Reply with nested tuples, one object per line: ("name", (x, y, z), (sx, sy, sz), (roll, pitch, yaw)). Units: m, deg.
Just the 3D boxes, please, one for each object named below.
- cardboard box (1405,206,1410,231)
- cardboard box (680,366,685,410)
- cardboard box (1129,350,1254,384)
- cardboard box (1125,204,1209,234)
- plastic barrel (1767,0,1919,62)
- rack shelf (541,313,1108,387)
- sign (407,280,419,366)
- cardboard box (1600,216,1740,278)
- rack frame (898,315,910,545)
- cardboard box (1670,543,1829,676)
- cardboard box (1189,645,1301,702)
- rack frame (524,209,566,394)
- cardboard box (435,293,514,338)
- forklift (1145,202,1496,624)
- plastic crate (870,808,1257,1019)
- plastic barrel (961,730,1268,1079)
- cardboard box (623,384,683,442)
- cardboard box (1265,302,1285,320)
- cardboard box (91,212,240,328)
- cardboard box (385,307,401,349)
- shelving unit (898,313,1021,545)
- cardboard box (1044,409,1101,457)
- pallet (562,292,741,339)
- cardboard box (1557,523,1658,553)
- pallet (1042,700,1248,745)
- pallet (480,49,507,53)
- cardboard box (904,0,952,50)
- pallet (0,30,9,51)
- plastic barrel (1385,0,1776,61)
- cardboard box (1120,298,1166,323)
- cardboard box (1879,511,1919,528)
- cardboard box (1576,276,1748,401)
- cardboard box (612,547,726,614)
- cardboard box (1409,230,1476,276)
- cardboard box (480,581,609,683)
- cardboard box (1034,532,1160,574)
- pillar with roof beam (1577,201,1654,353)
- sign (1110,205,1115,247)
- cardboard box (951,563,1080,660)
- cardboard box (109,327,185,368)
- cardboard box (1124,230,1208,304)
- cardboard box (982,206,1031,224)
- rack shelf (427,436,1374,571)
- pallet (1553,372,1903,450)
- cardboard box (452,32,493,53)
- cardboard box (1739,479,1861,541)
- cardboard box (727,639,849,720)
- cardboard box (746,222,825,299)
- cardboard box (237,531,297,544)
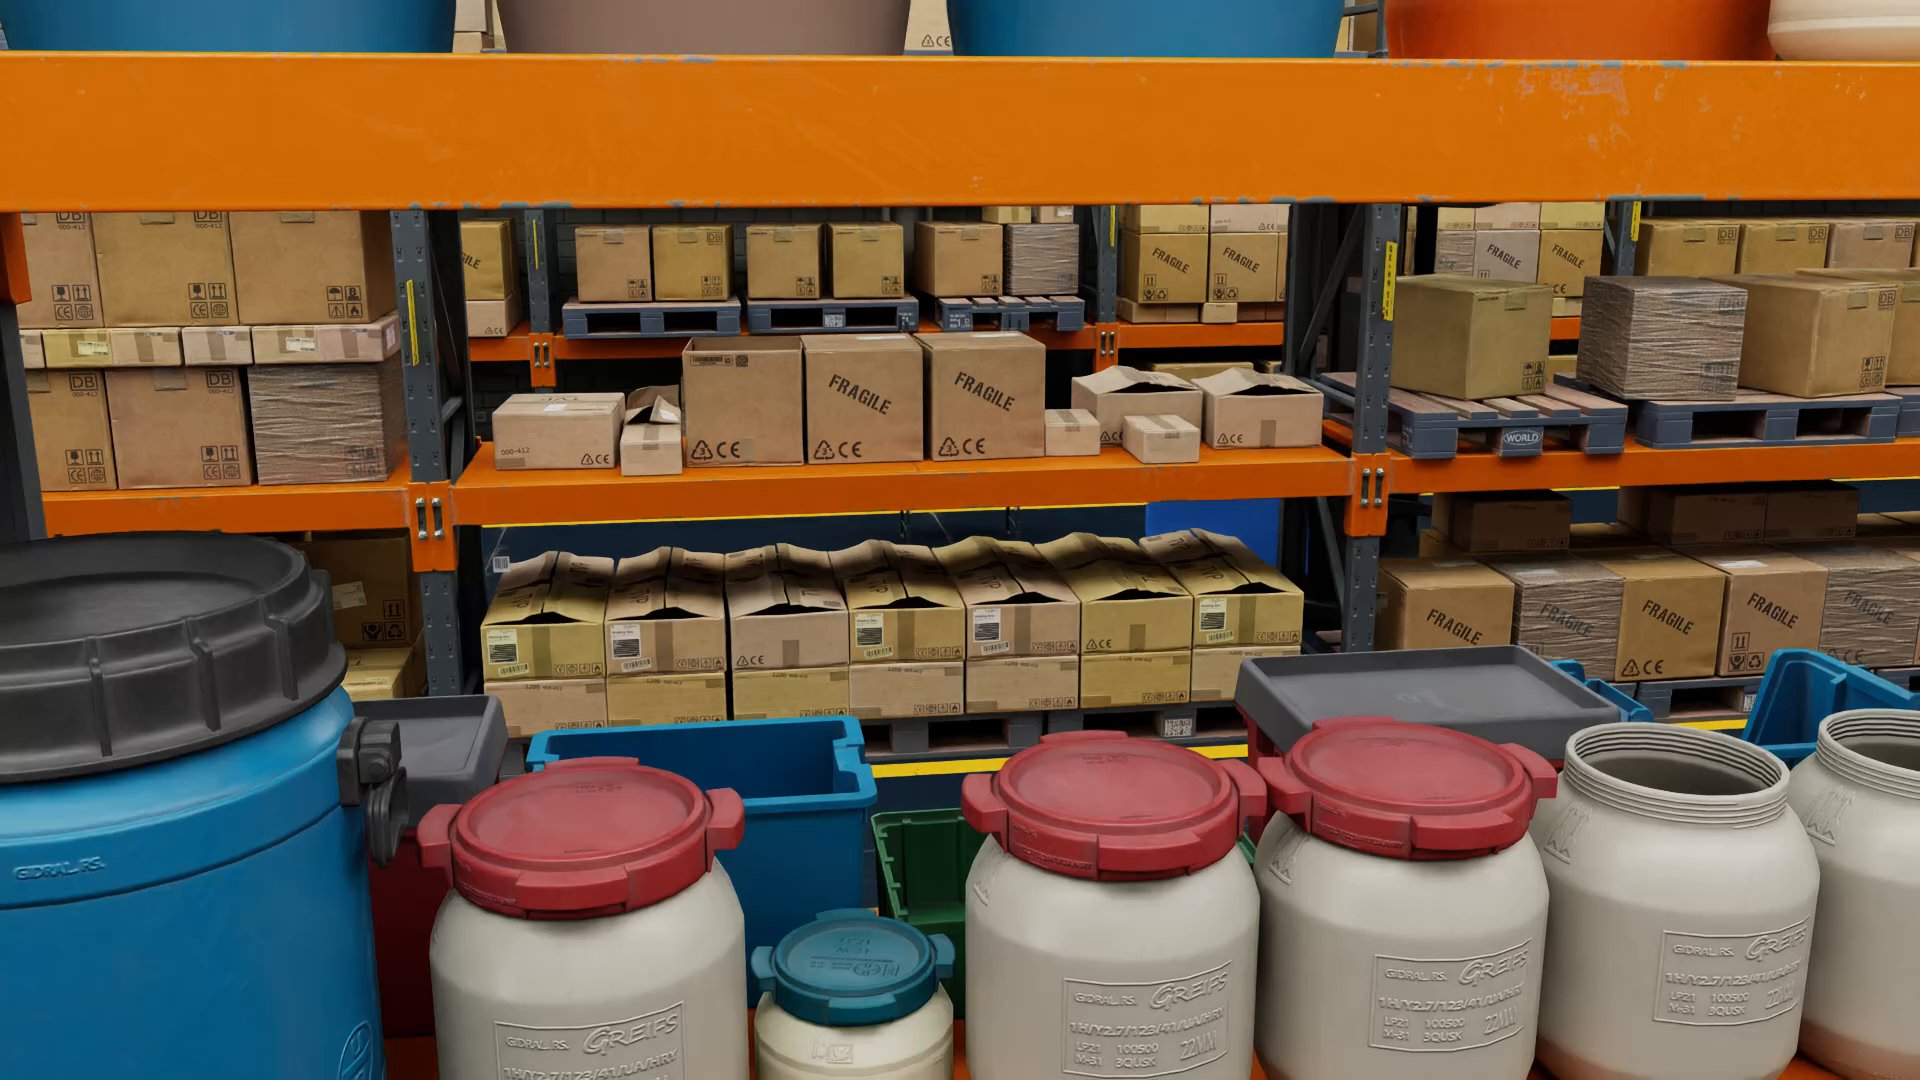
("cardboard box", (3.009, -2.439, 12.381), (0.500, 0.250, 0.500), (-2, 14, -9))
("cardboard box", (-1.802, -1.127, 12.241), (0.500, 0.250, 0.500), (-2, 14, -9))
("cardboard box", (1.739, -1.016, 12.661), (0.750, 0.750, 0.750), (-2, 14, -9))
("cardboard box", (1.508, -2.381, 12.151), (0.500, 0.250, 0.500), (-2, 14, -7))
("plastic barrel", (1.246, -0.762, 2.213), (0.301, 0.262, 0.301), (0, 14, 0))
("rack shelf", (-0.985, -1.438, 12.269), (4.000, 0.370, 1.077), (-2, 14, -8))
("sign", (-2.137, -0.848, 6.495), (0.005, 0.325, 0.100), (-2, 14, -8))
("cardboard box", (5.487, -2.166, 13.075), (0.700, 0.700, 0.980), (-2, 14, -7))
("rack frame", (-0.369, -0.714, 10.986), (0.023, 1.500, 0.400), (-2, 14, -8))
("cardboard box", (3.756, 0.326, 7.991), (0.500, 0.500, 0.500), (-3, 14, -10))
("cardboard box", (1.250, 0.540, 7.693), (0.500, 0.250, 0.500), (-2, 14, -7))
("rack frame", (-2.963, -1.715, 11.893), (0.127, 3.000, 1.000), (-2, 14, -8))
("cardboard box", (-3.386, -1.562, 11.549), (0.500, 0.250, 0.500), (-2, 14, -8))
("forklift", (2.580, -0.975, 9.085), (3.031, 2.935, 1.130), (9, 17, 33))
("plastic crate", (0.193, 0.640, 2.938), (0.662, 0.188, 0.450), (-2, 14, -8))
("plastic barrel", (0.217, 0.594, 2.408), (0.433, 0.535, 0.433), (0, 14, 0))
("cardboard box", (-1.379, -0.534, 7.461), (0.258, 0.266, 0.396), (-2, 14, -10))
("cardboard box", (2.364, -1.750, 12.510), (0.250, 0.149, 0.380), (-2, 14, -7))
("cardboard box", (-3.158, -1.165, 6.827), (0.500, 0.500, 0.700), (-2, 14, -8))
("cardboard box", (-2.516, -0.923, 7.198), (0.250, 0.149, 0.380), (-2, 14, -8))
("shelving unit", (-0.007, -0.727, 11.038), (0.755, 1.500, 0.431), (-2, 14, -8))
("cardboard box", (0.482, -0.487, 7.512), (0.250, 0.149, 0.380), (-1, 14, -4))
("pallet", (-2.185, -1.614, 11.887), (1.213, 0.211, 1.003), (-2, 14, -8))
("cardboard box", (3.136, 0.222, 8.405), (0.500, 0.500, 0.500), (-3, 14, -10))
("pallet", (0.914, 0.705, 7.977), (1.213, 0.211, 1.003), (-2, 14, -8))
("pallet", (-1.351, -1.920, 6.940), (1.217, 0.209, 0.805), (-3, 14, -11))
("cardboard box", (-0.321, -2.164, 6.962), (0.500, 0.250, 0.500), (-3, 14, -13))
("pallet", (-3.061, -1.898, 6.640), (1.213, 0.211, 1.003), (-2, 14, -8))
("plastic barrel", (0.977, -1.139, 2.546), (0.708, 0.830, 0.600), (-2, 14, -8))
("cardboard box", (1.353, -1.704, 12.324), (0.250, 0.149, 0.380), (-2, 14, -9))
("cardboard box", (5.175, 0.145, 8.712), (0.500, 0.500, 0.500), (-3, 14, -11))
("cardboard box", (3.273, -0.958, 7.805), (0.500, 0.500, 0.700), (1, 14, 2))
("cardboard box", (-1.350, 0.231, 7.772), (0.500, 0.311, 0.500), (-2, 14, -7))
("cardboard box", (3.528, -2.093, 12.542), (0.500, 0.500, 0.500), (-2, 14, -8))
("cardboard box", (-1.775, 0.380, 7.178), (0.500, 0.311, 0.500), (-2, 14, -8))
("cardboard box", (0.654, 0.159, 8.057), (0.500, 0.311, 0.500), (-2, 14, -10))
("pillar with roof beam", (6.153, -4.112, 9.120), (0.400, 9.000, 9.100), (-2, 14, -8))
("sign", (1.083, -2.253, 11.820), (0.005, 0.325, 0.100), (-2, 14, -8))
("cardboard box", (0.241, 0.306, 7.471), (0.500, 0.311, 0.500), (-2, 14, -9))
("cardboard box", (-3.221, -0.797, 6.693), (0.250, 0.149, 0.380), (-2, 14, -8))
("cardboard box", (1.511, -2.018, 12.244), (0.500, 0.500, 0.500), (-2, 14, -7))
("cardboard box", (0.340, -2.401, 12.187), (0.250, 0.149, 0.380), (-5, 15, -18))
("rack shelf", (-0.243, -0.247, 7.518), (4.000, 0.370, 1.077), (-2, 14, -8))
("pallet", (3.657, -0.647, 8.029), (1.213, 0.211, 1.003), (-2, 14, -8))
("cardboard box", (-3.428, -3.150, 11.203), (0.500, 0.500, 0.500), (-2, 14, -7))
("cardboard box", (4.186, -0.183, 8.476), (0.500, 0.250, 0.500), (-2, 14, -8))
("cardboard box", (-0.768, 0.614, 7.396), (0.500, 0.250, 0.500), (-3, 14, -10))
("cardboard box", (-1.254, -2.037, 12.067), (0.500, 0.500, 0.700), (0, 14, -1))
("cardboard box", (-3.220, 0.205, 7.487), (0.500, 0.500, 0.500), (-2, 14, -8))
